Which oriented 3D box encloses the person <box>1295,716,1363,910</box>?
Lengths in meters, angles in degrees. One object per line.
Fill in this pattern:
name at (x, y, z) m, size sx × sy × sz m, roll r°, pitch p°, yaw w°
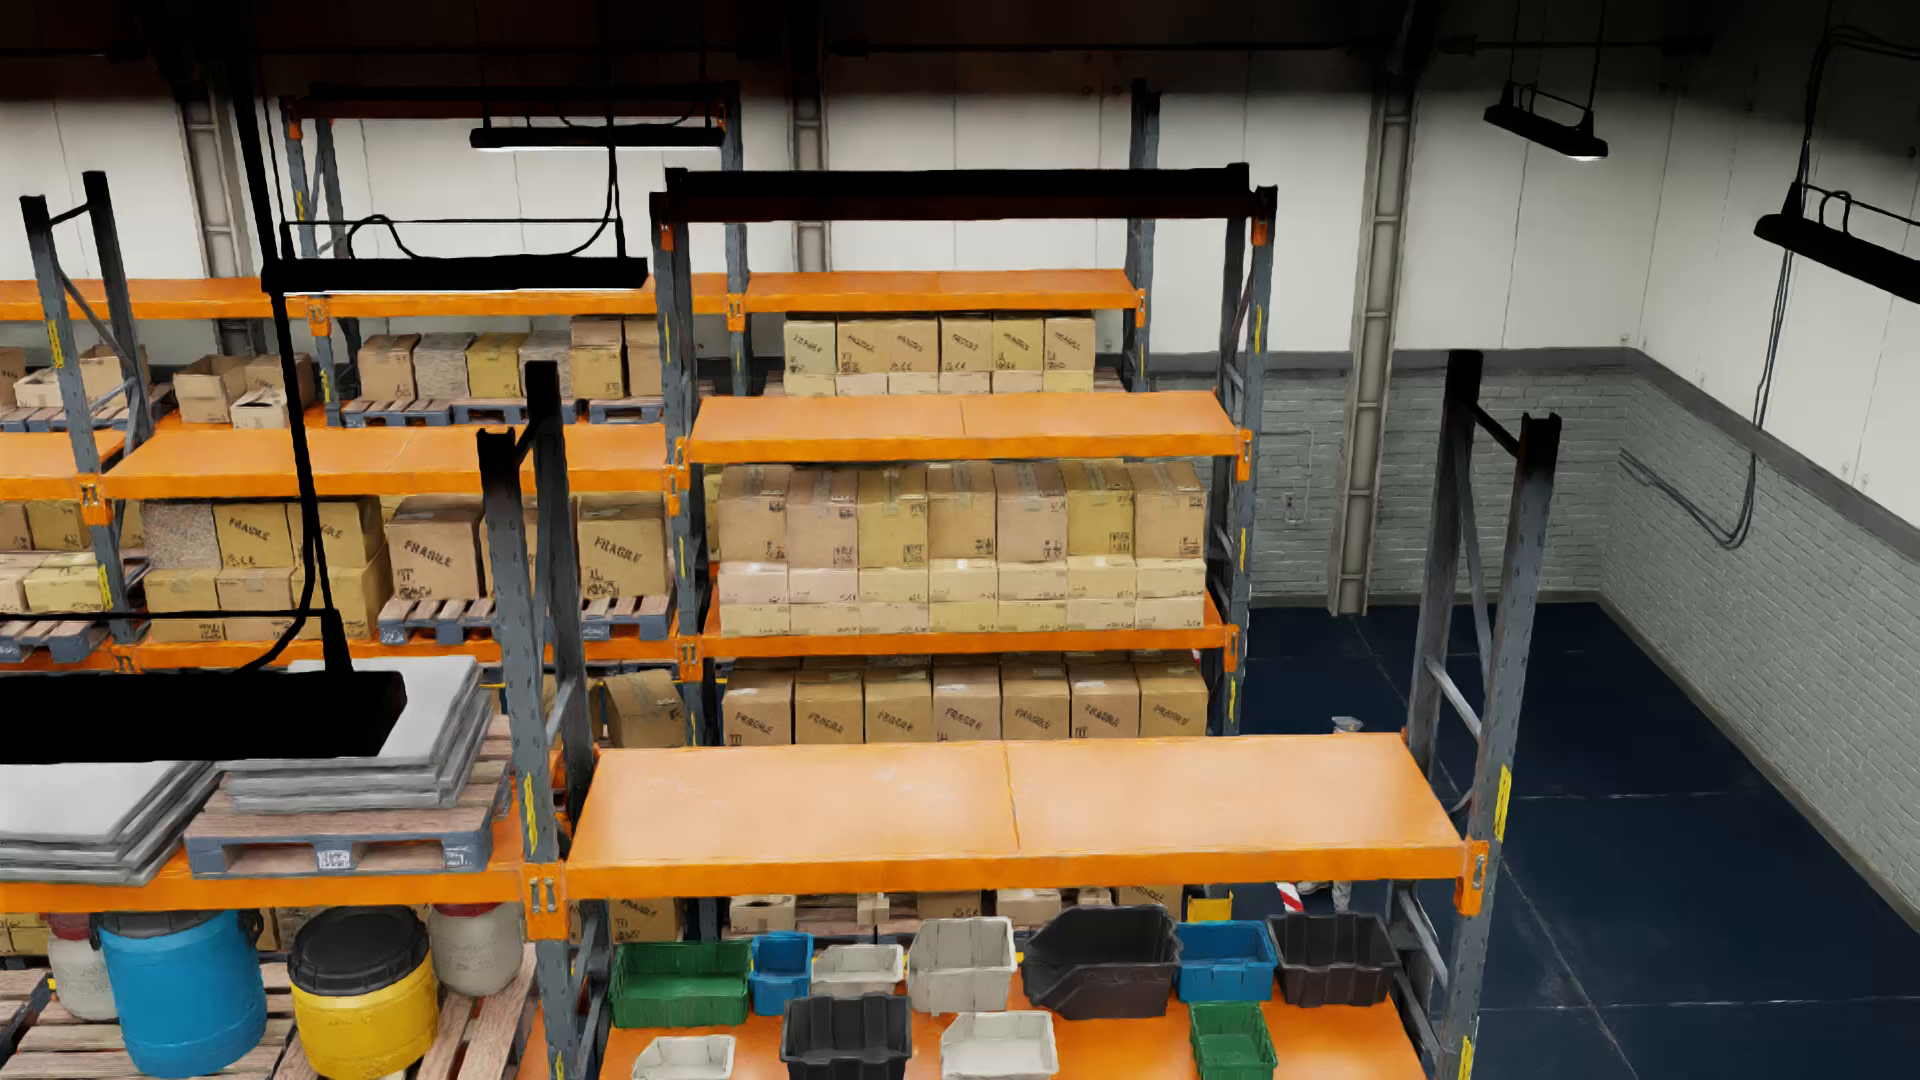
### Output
person at (3.026, 2.197, 13.423) m, size 0.567 × 1.758 × 0.529 m, roll 14°, pitch 26°, yaw 30°
